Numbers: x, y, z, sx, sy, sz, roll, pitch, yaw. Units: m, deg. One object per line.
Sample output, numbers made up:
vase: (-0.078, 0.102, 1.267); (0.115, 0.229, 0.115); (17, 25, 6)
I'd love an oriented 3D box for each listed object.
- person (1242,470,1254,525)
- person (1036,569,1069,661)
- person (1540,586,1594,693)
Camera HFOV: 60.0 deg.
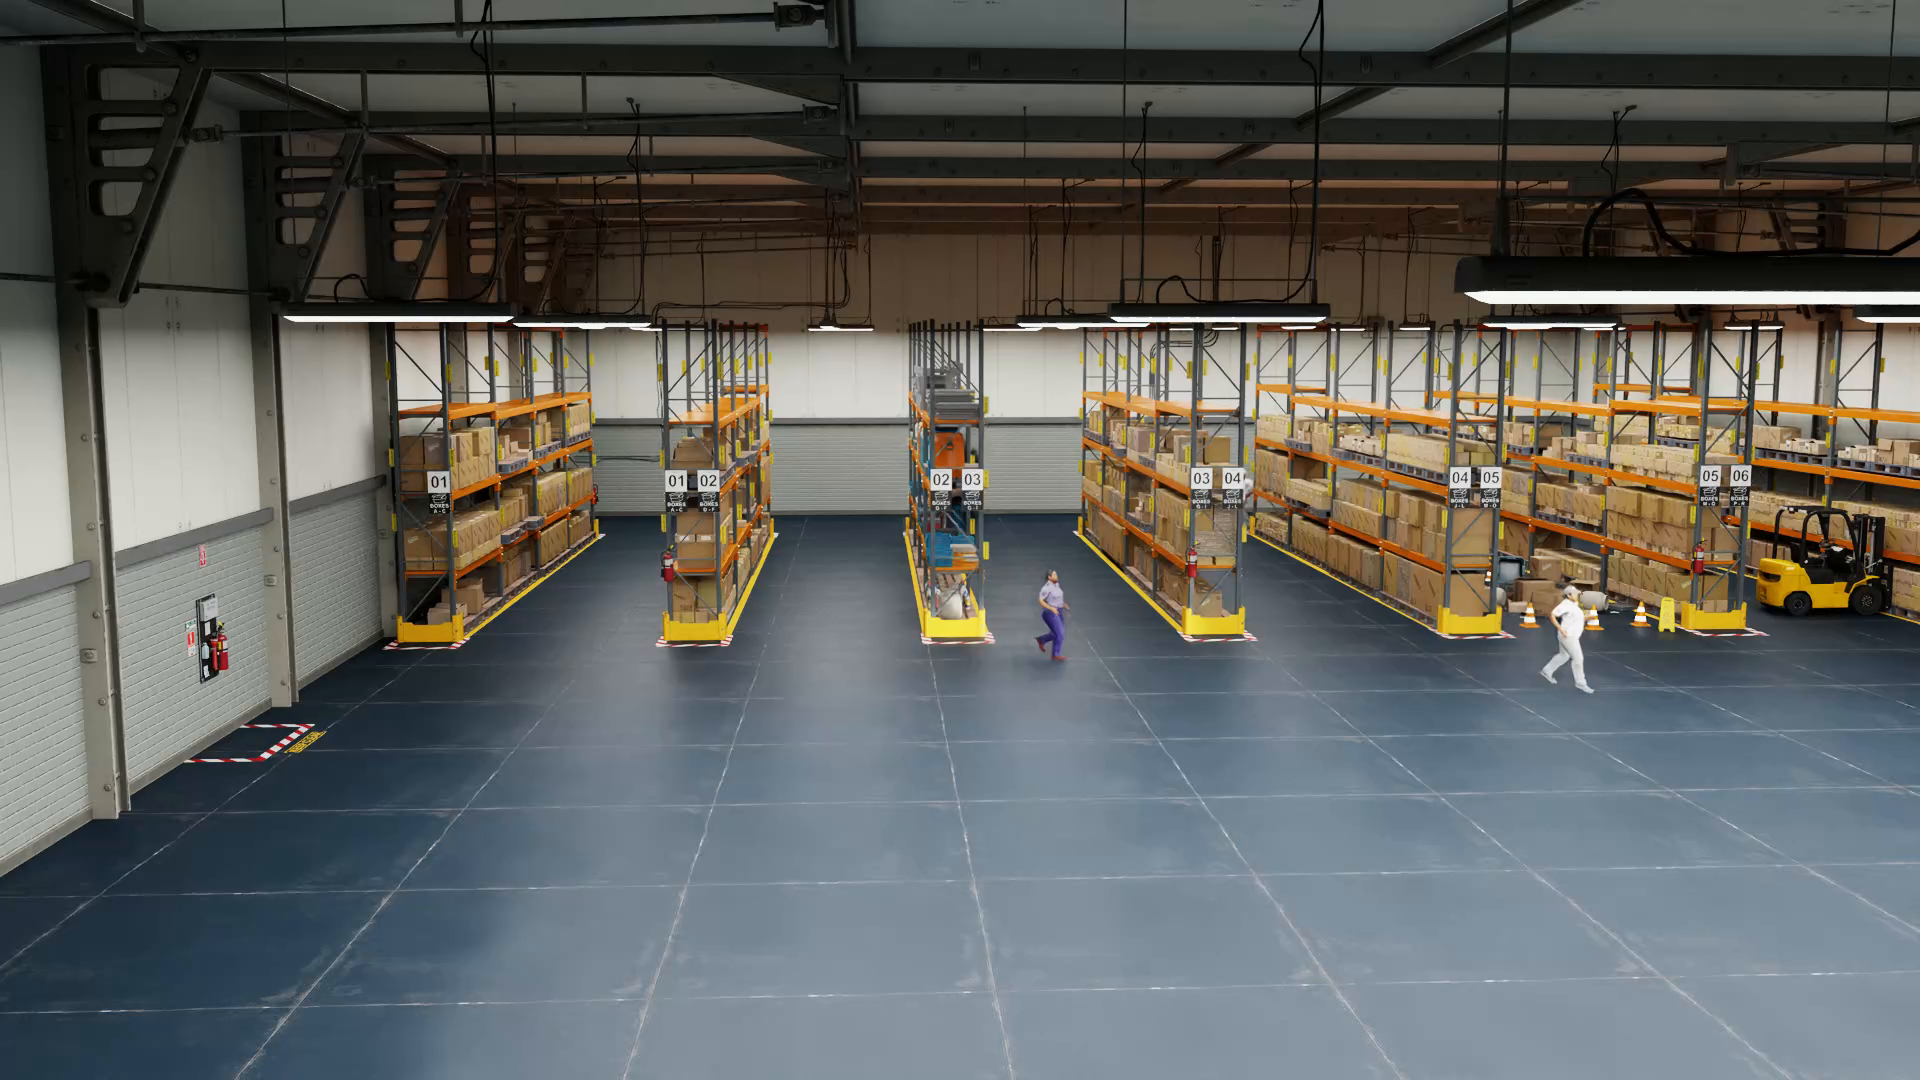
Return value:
person: (8.300, -1.174, 48.856); (0.743, 1.825, 0.700); (-3, 8, -25)
person: (1.601, 1.311, 29.356); (0.664, 1.597, 0.612); (4, 8, 28)
person: (9.826, 1.576, 26.844); (0.895, 1.689, 0.594); (5, 8, 33)
